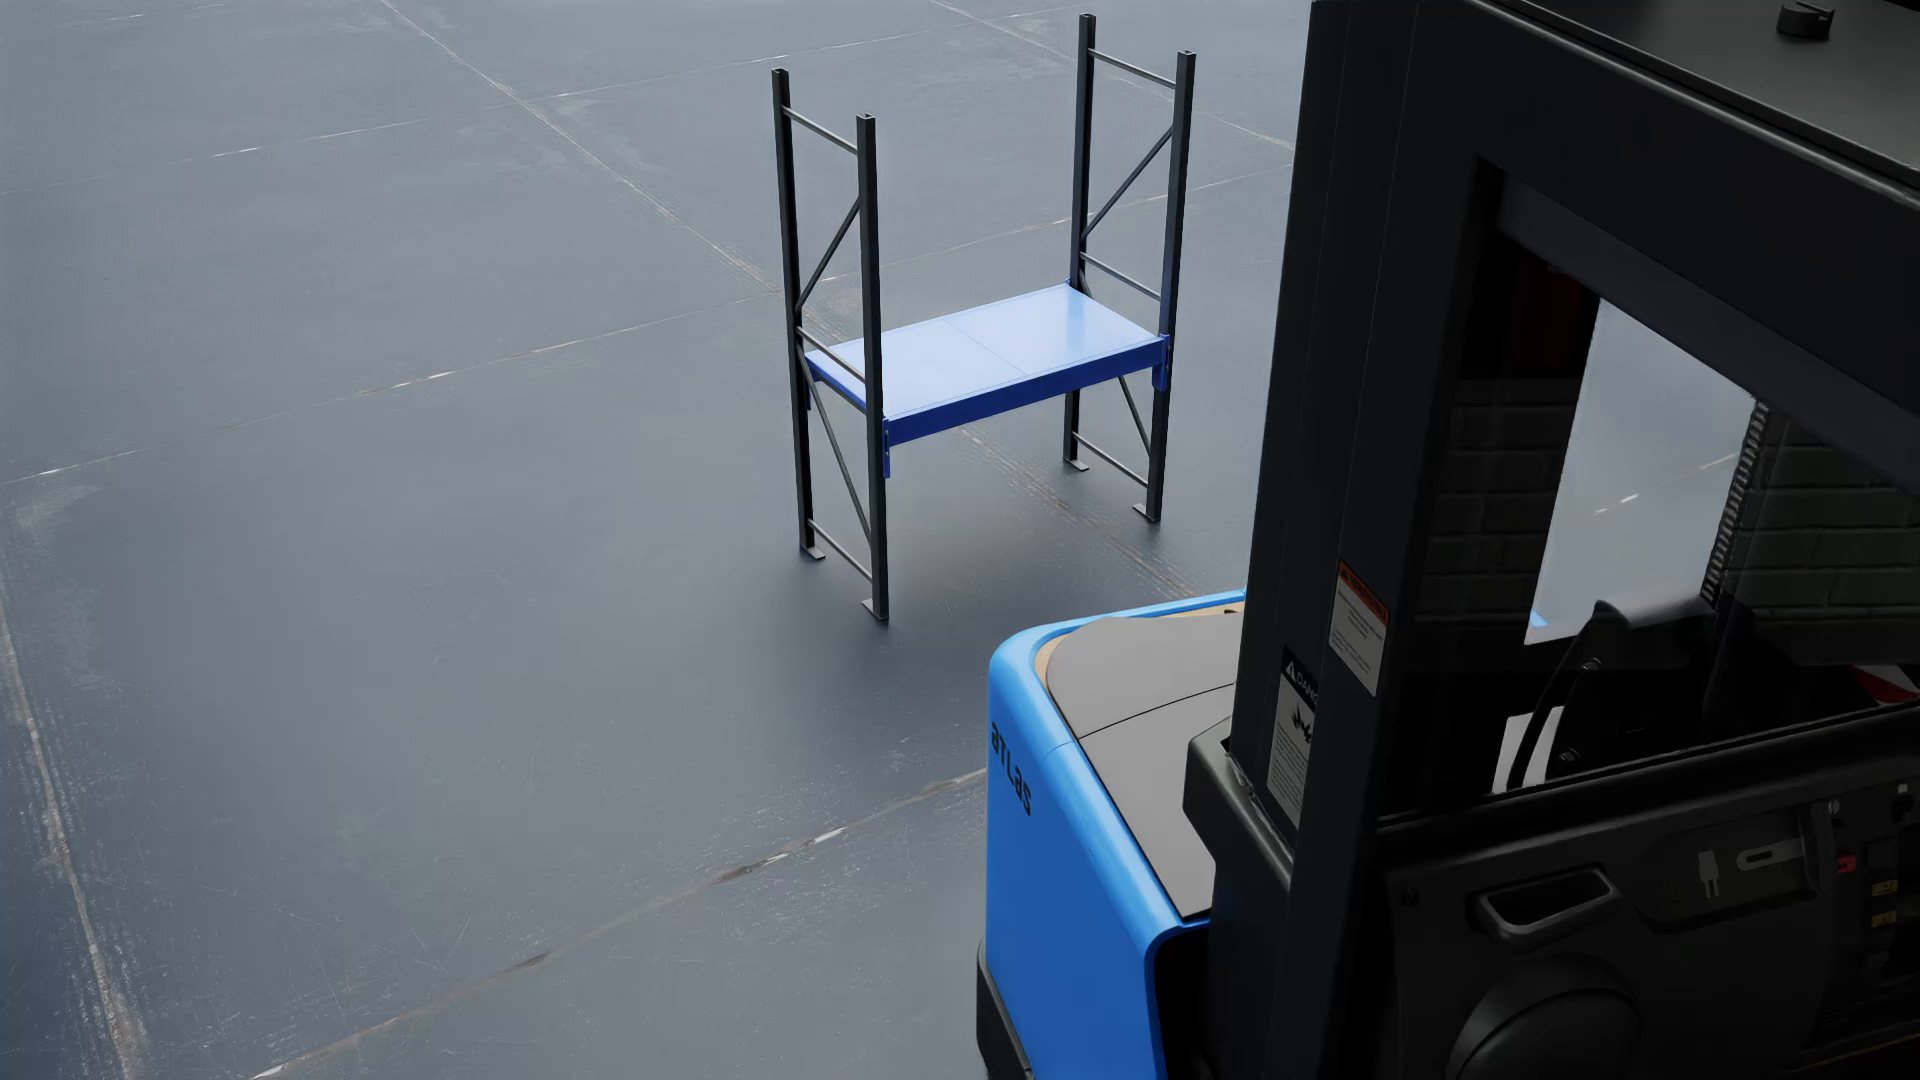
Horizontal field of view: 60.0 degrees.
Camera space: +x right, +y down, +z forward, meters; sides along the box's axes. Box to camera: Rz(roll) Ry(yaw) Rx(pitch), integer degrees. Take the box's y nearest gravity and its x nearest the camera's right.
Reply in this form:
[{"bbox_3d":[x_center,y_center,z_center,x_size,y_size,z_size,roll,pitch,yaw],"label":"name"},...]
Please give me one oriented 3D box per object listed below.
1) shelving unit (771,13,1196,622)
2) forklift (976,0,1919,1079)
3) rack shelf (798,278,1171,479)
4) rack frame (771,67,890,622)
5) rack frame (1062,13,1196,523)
[{"bbox_3d":[0.072,-0.659,4.889,1.048,1.500,0.538,-19,37,-27],"label":"shelving unit"},{"bbox_3d":[0.958,0.508,1.697,1.130,2.935,3.031,-9,33,-15],"label":"forklift"},{"bbox_3d":[0.072,-0.507,4.985,1.000,0.185,0.538,-19,37,-27],"label":"rack shelf"},{"bbox_3d":[-0.356,-0.512,4.656,0.032,1.500,0.500,-19,37,-27],"label":"rack frame"},{"bbox_3d":[0.499,-0.806,5.122,0.032,1.500,0.500,-19,37,-27],"label":"rack frame"}]
